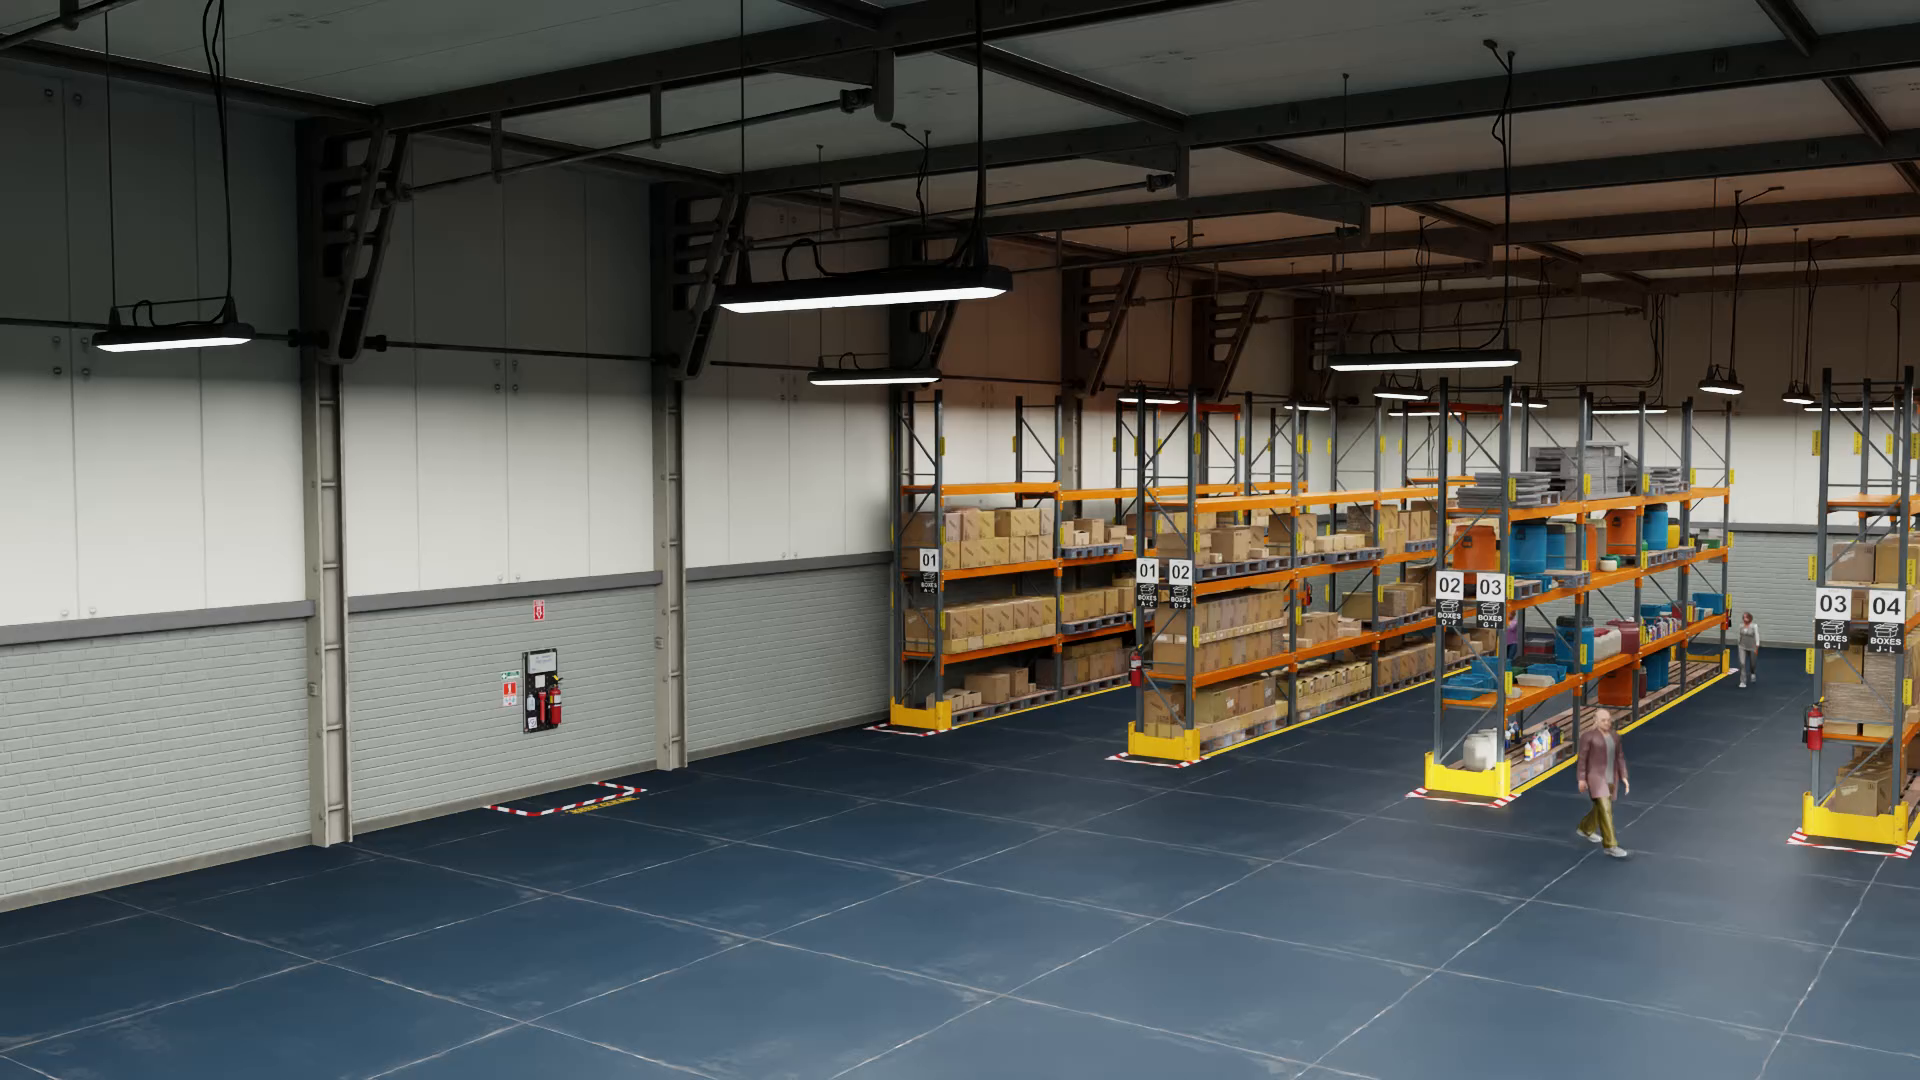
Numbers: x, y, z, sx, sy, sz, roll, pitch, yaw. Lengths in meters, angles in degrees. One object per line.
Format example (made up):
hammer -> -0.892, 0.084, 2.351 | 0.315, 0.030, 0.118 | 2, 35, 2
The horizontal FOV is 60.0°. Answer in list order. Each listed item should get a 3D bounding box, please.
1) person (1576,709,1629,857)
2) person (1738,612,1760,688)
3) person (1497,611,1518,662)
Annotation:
person -> 7.974, 2.965, 20.570 | 0.589, 1.740, 1.049 | -1, 3, -19
person -> 16.412, 2.261, 34.577 | 0.416, 1.563, 0.768 | 2, 4, 32
person -> 11.723, 2.211, 35.430 | 0.446, 1.551, 0.899 | 2, 4, 34
